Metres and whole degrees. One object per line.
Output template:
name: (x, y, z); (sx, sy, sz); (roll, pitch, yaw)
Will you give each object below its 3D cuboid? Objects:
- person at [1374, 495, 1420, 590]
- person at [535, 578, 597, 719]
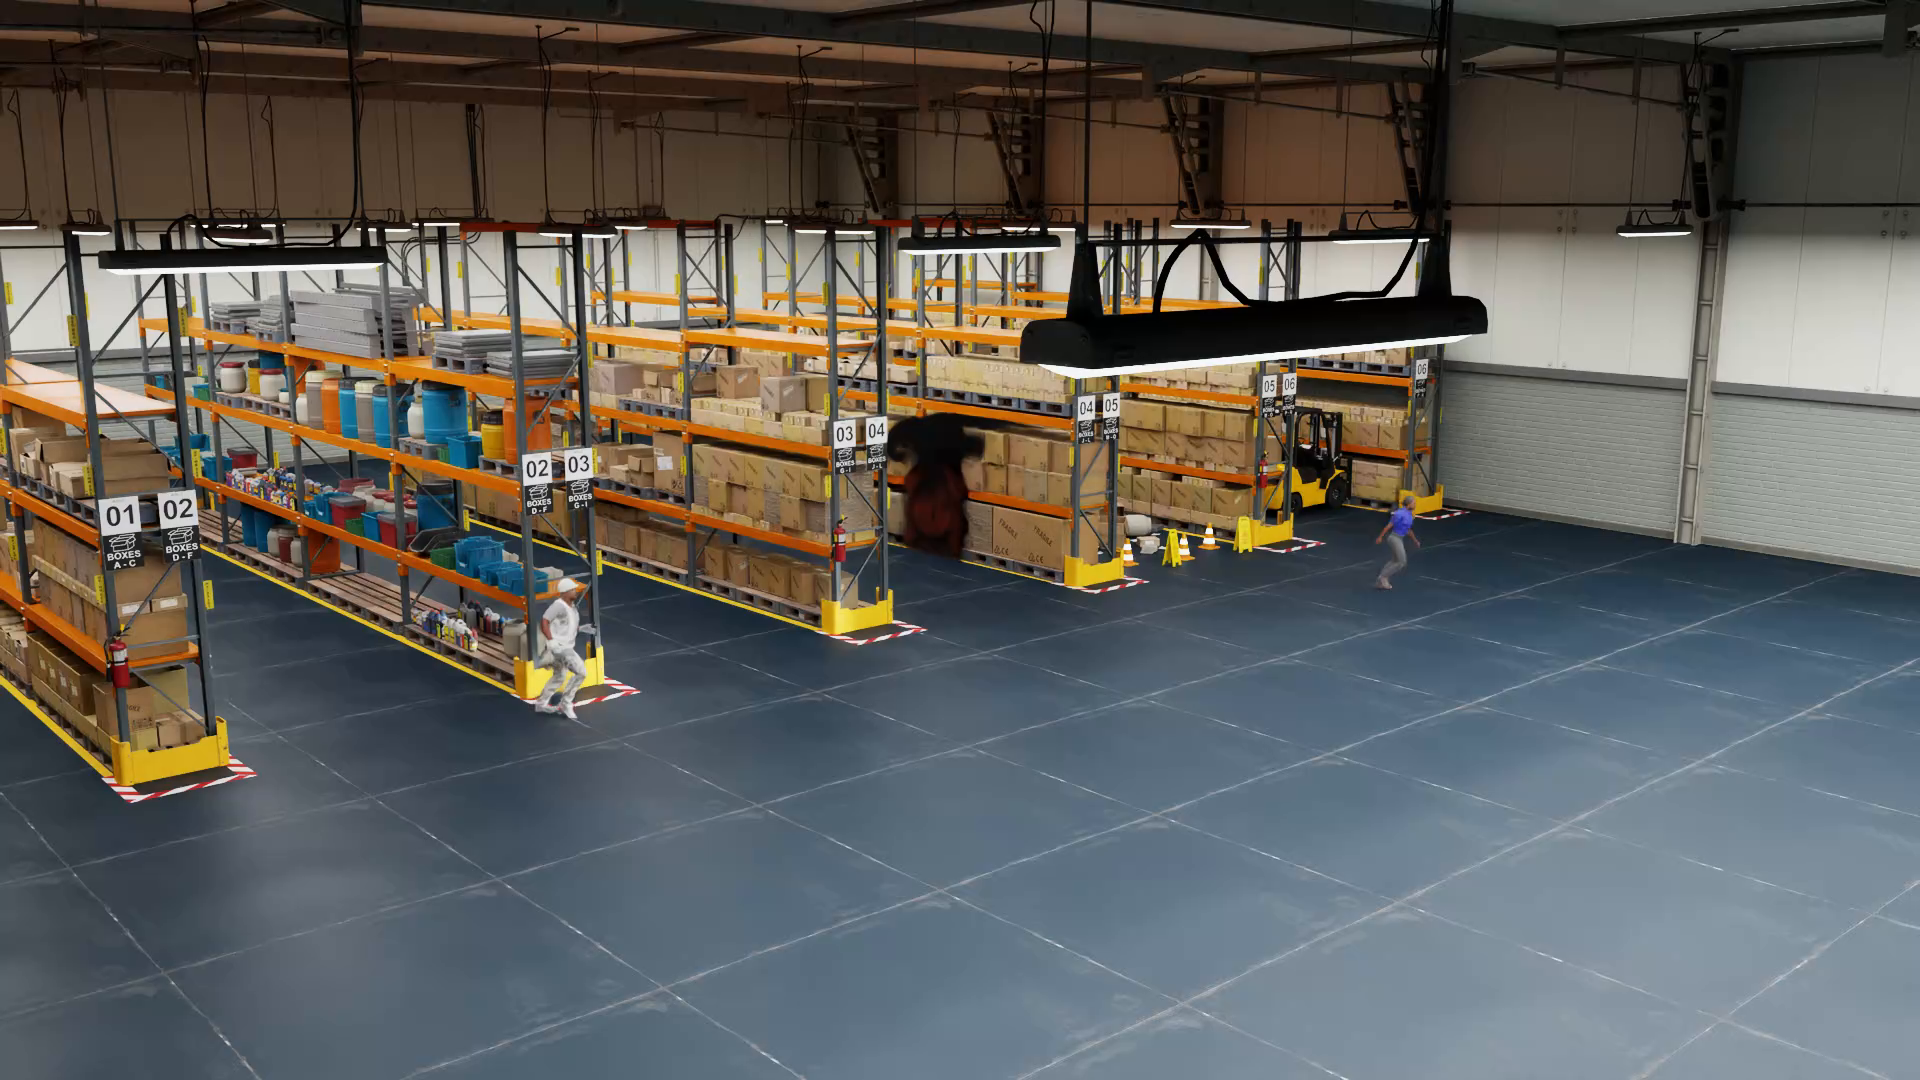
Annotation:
person: (7.272, 0.039, 27.631); (0.656, 1.592, 0.582); (7, 13, 31)
person: (-4.957, 1.367, 20.804); (0.793, 1.791, 0.660); (-1, 11, -3)
